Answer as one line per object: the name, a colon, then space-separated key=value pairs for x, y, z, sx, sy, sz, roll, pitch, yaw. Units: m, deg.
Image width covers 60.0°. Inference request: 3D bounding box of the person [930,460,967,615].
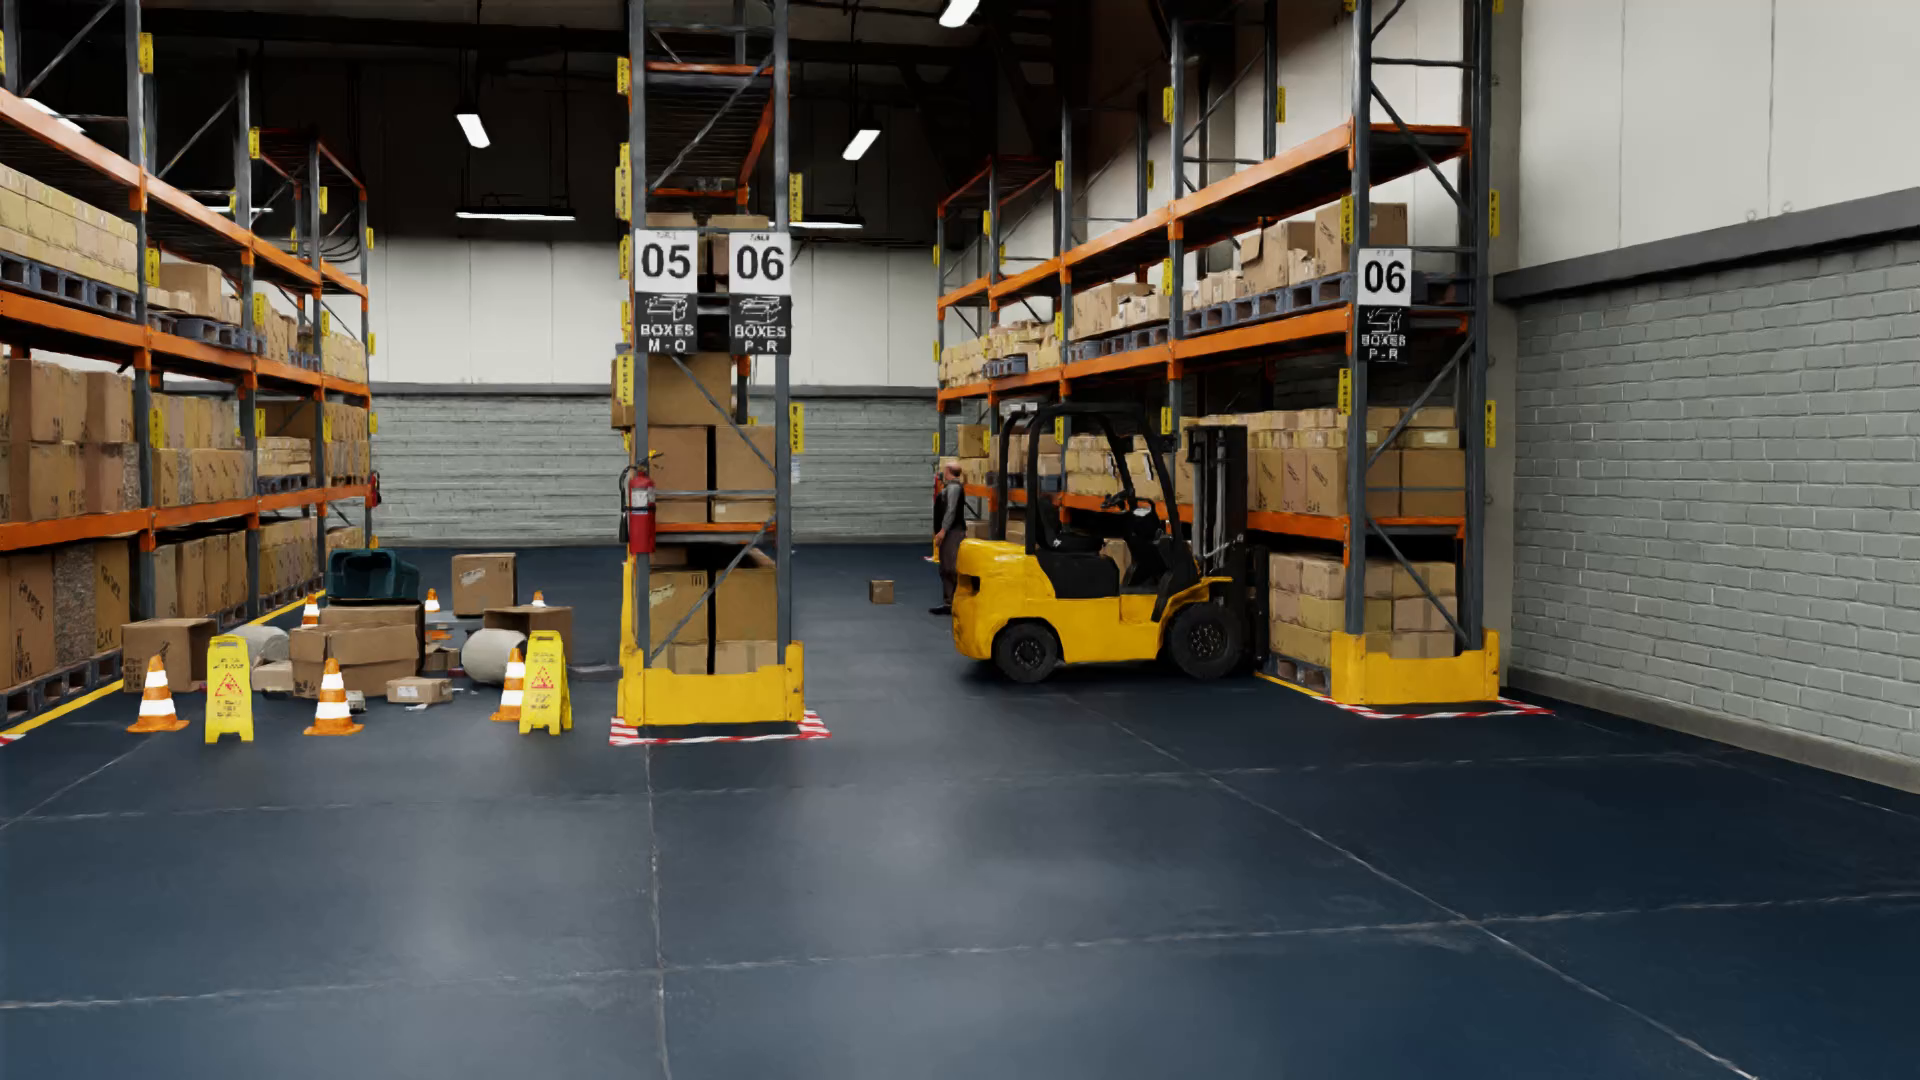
person: x=-0.042 y=-0.033 z=18.296 sx=0.604 sy=1.689 sz=0.607 roll=0 pitch=3 yaw=-7
